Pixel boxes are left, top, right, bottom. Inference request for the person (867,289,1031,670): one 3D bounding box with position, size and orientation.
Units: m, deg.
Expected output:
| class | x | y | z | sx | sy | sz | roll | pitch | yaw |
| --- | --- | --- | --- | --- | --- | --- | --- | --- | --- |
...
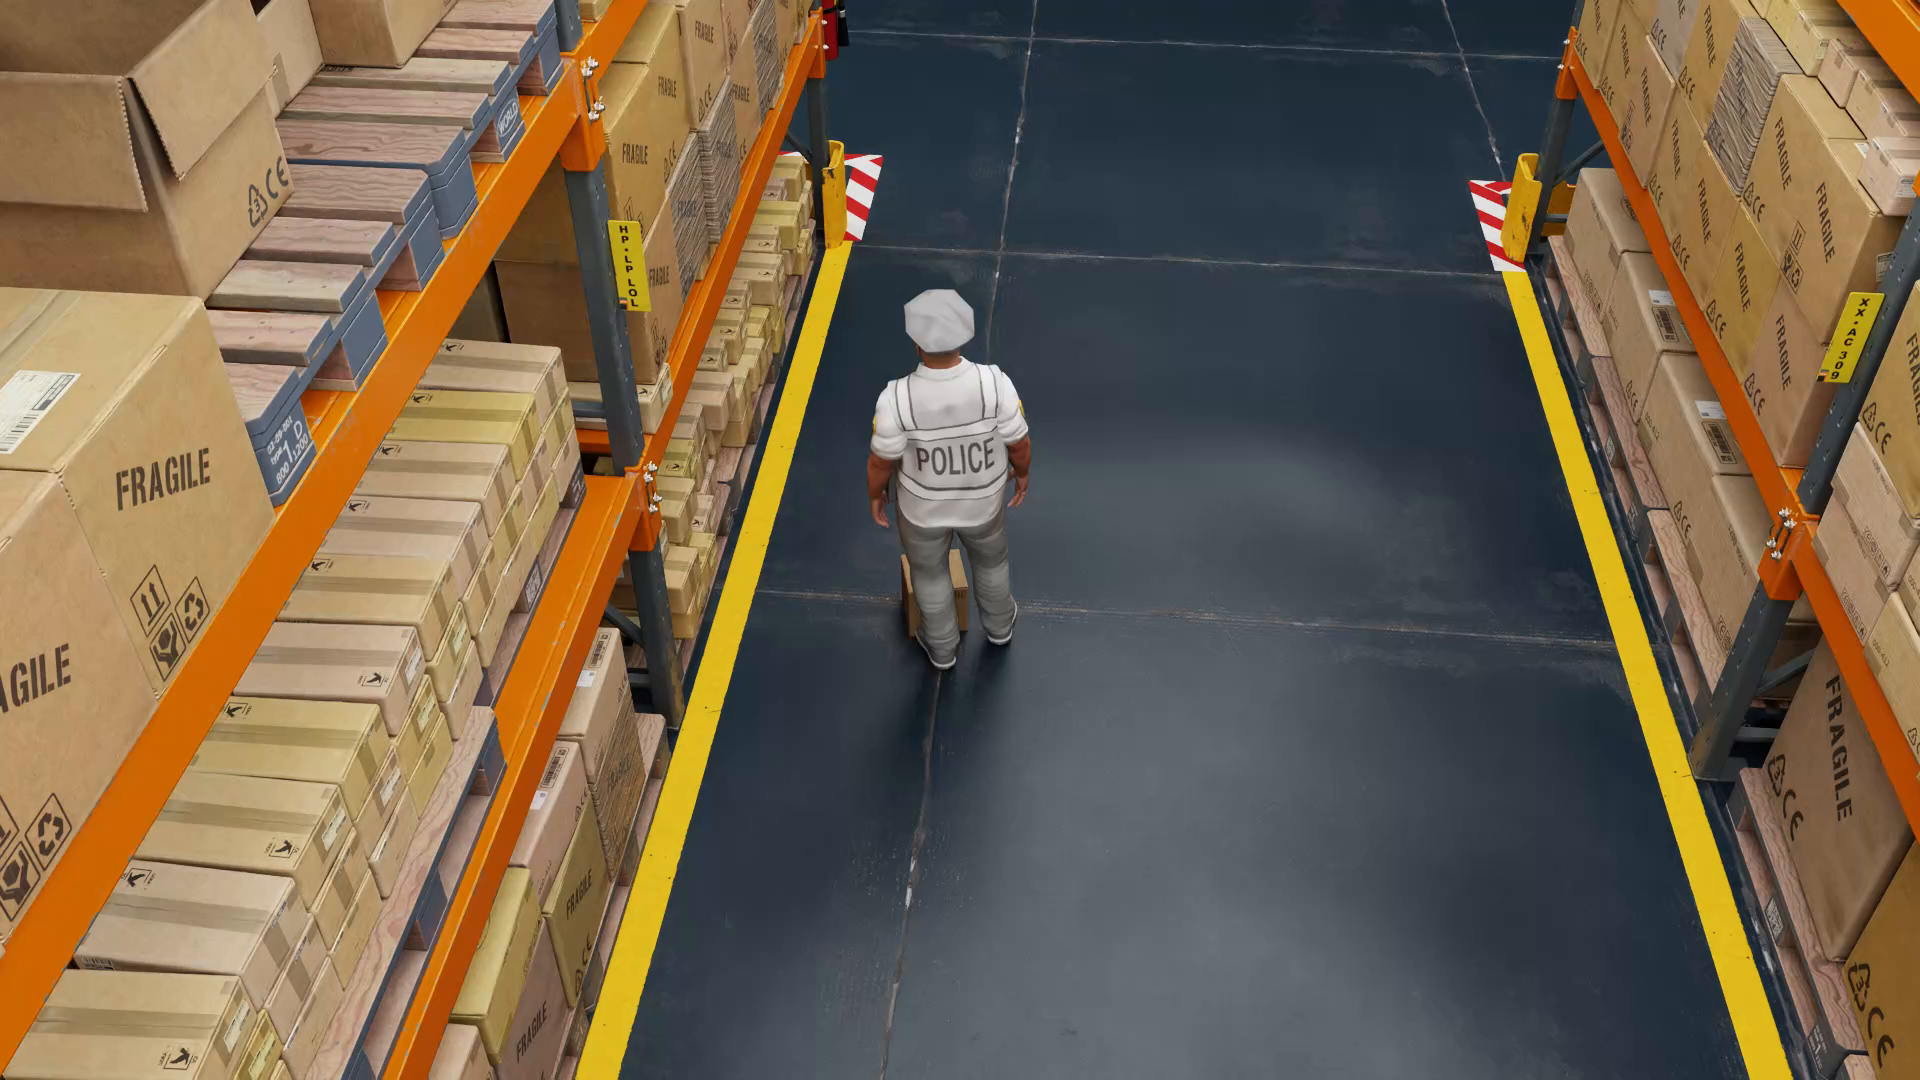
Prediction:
| class | x | y | z | sx | sy | sz | roll | pitch | yaw |
| --- | --- | --- | --- | --- | --- | --- | --- | --- | --- |
| person | -0.047 | -0.238 | 6.398 | 0.640 | 1.781 | 0.575 | -5 | 40 | -6 |
